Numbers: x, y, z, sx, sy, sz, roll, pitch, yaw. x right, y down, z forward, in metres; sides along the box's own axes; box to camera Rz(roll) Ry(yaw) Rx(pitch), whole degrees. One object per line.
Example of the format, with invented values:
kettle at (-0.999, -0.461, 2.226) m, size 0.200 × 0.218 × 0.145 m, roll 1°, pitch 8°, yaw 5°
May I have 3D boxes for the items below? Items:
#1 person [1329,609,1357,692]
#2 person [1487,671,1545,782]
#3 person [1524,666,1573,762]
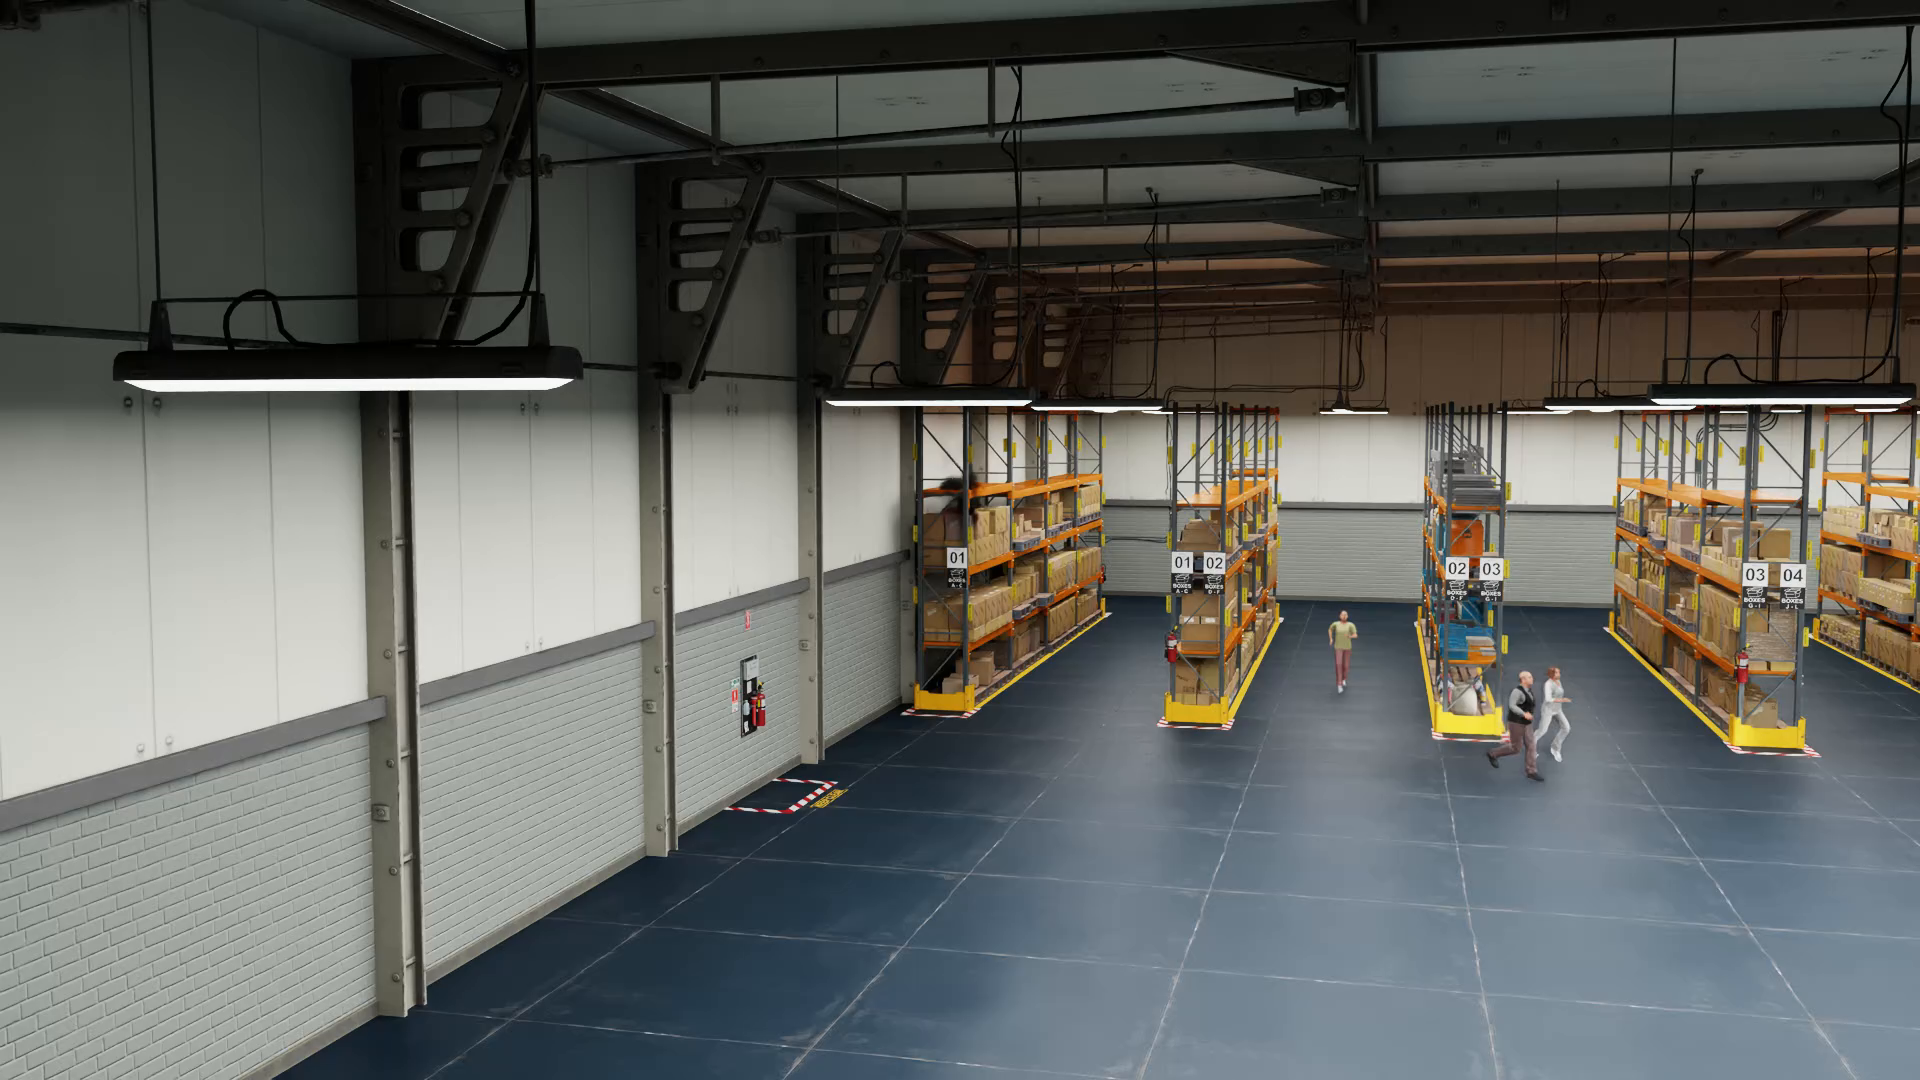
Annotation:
person at (8.023, 2.288, 34.813) m, size 0.564 × 1.681 × 0.908 m, roll 0°, pitch 4°, yaw 7°
person at (8.859, 2.927, 26.397) m, size 0.953 × 1.715 × 0.682 m, roll 3°, pitch 5°, yaw 39°
person at (9.830, 2.880, 27.651) m, size 0.545 × 1.601 × 0.818 m, roll -3°, pitch 5°, yaw -37°
